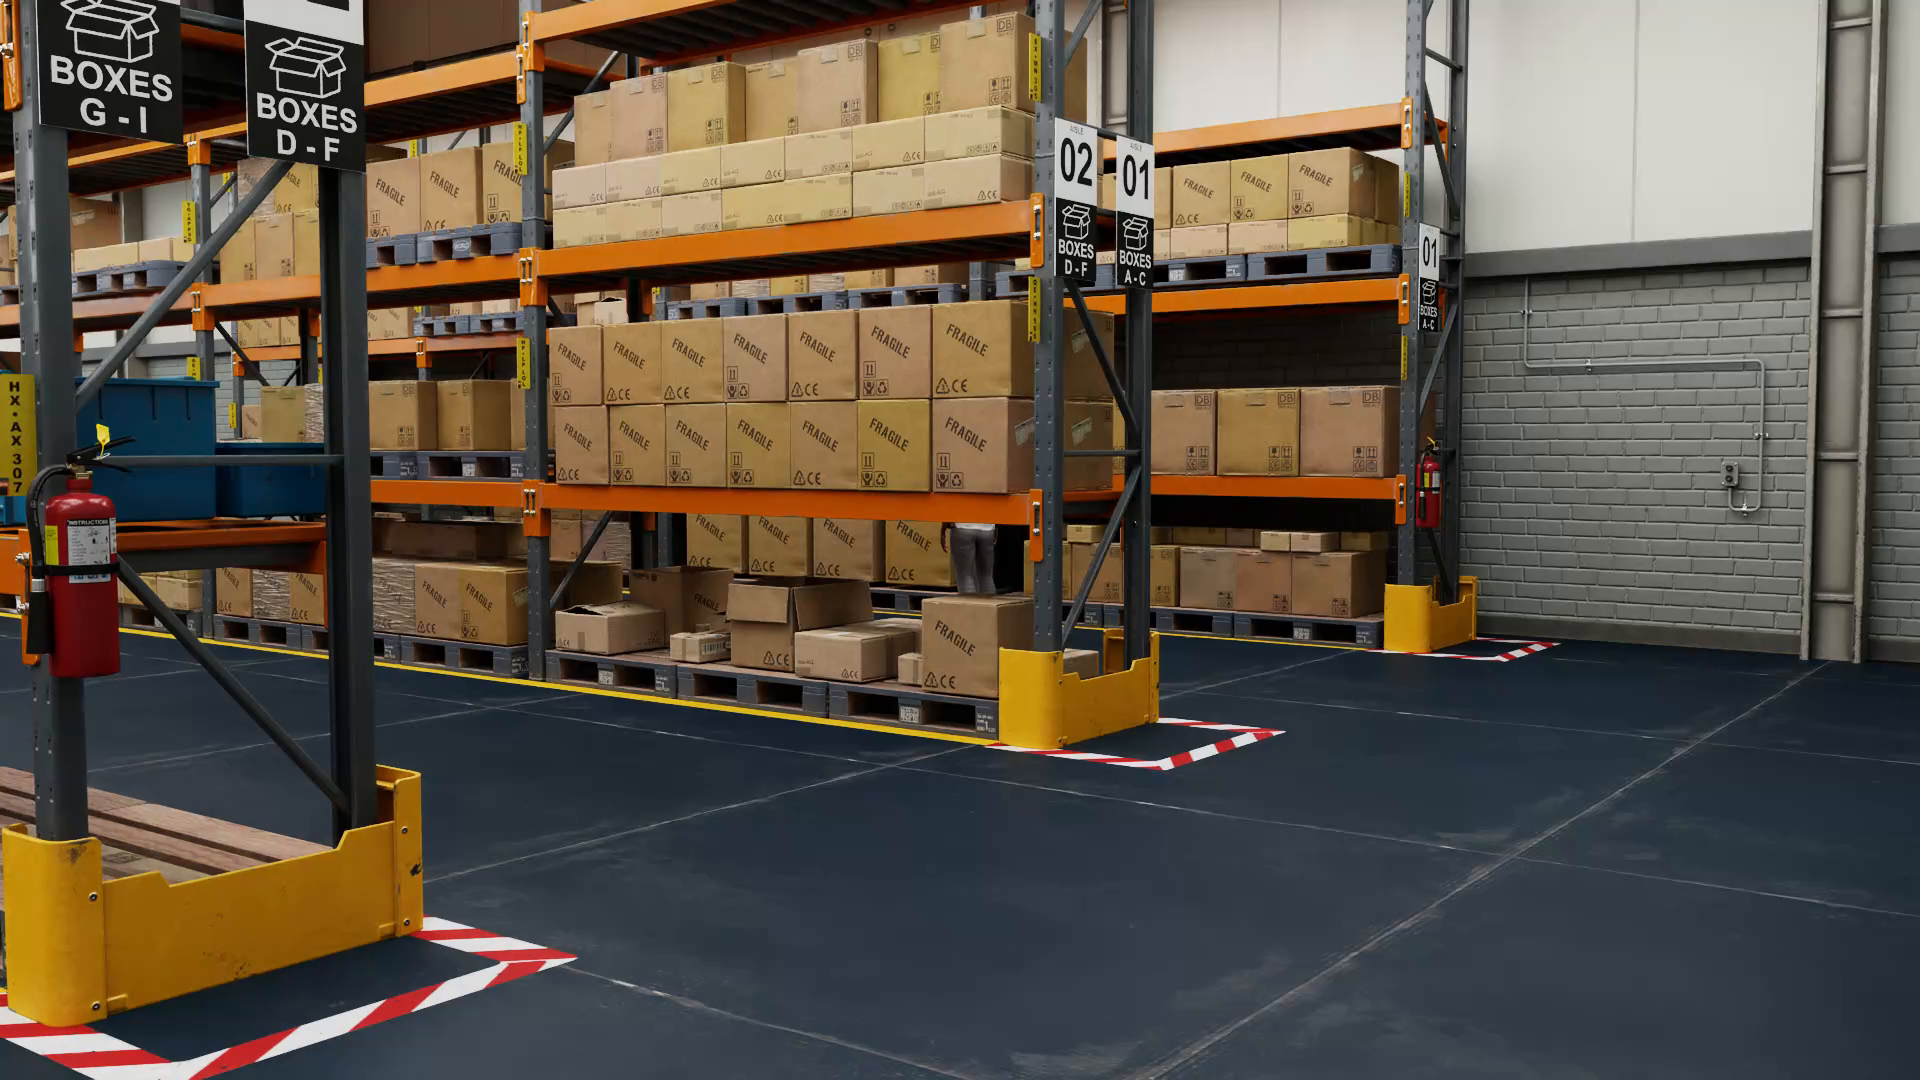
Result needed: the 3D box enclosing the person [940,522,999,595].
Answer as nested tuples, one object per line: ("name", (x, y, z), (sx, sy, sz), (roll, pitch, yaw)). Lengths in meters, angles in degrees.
("person", (0.076, -0.074, 13.518), (0.569, 1.692, 0.530), (-2, 4, -29))
